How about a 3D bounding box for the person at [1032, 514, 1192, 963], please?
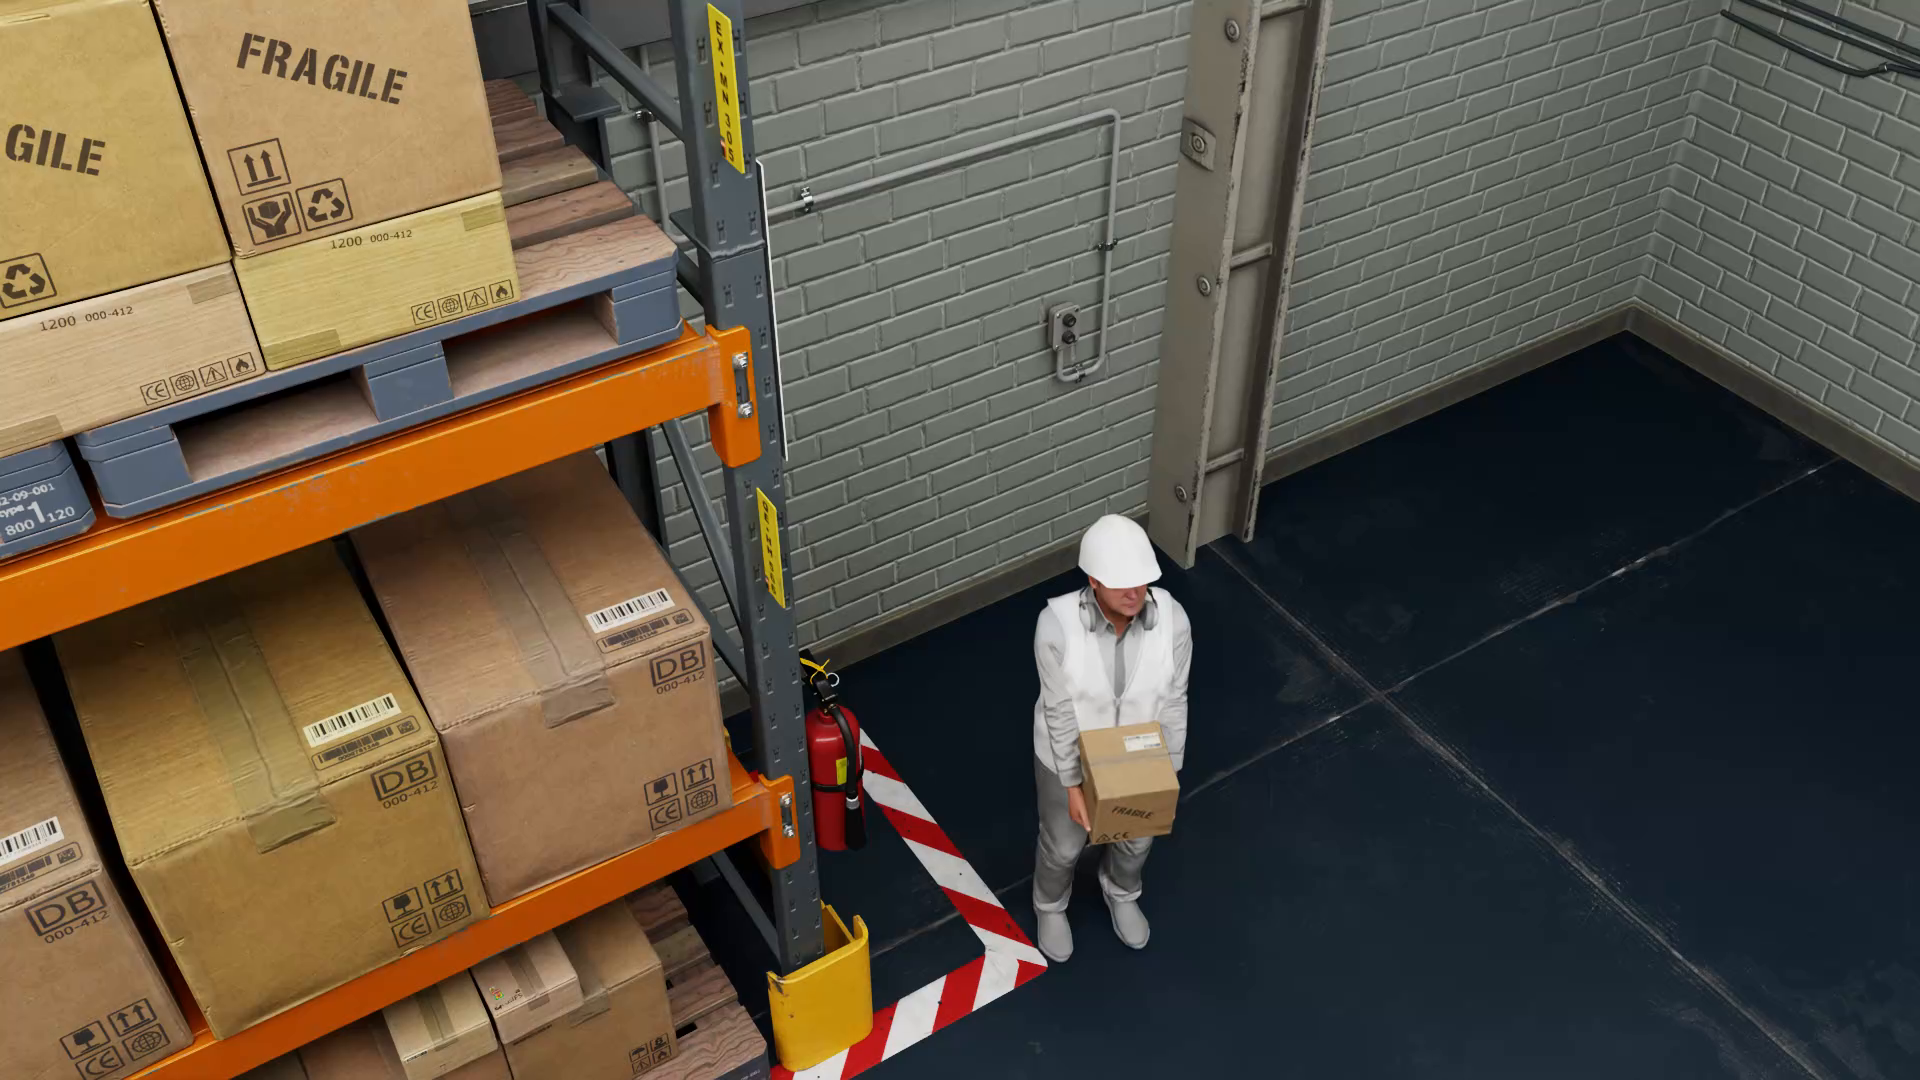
[{"bbox_3d":[0.489,0.725,5.295,0.494,1.763,0.557,-7,41,-8],"label":"person"}]
